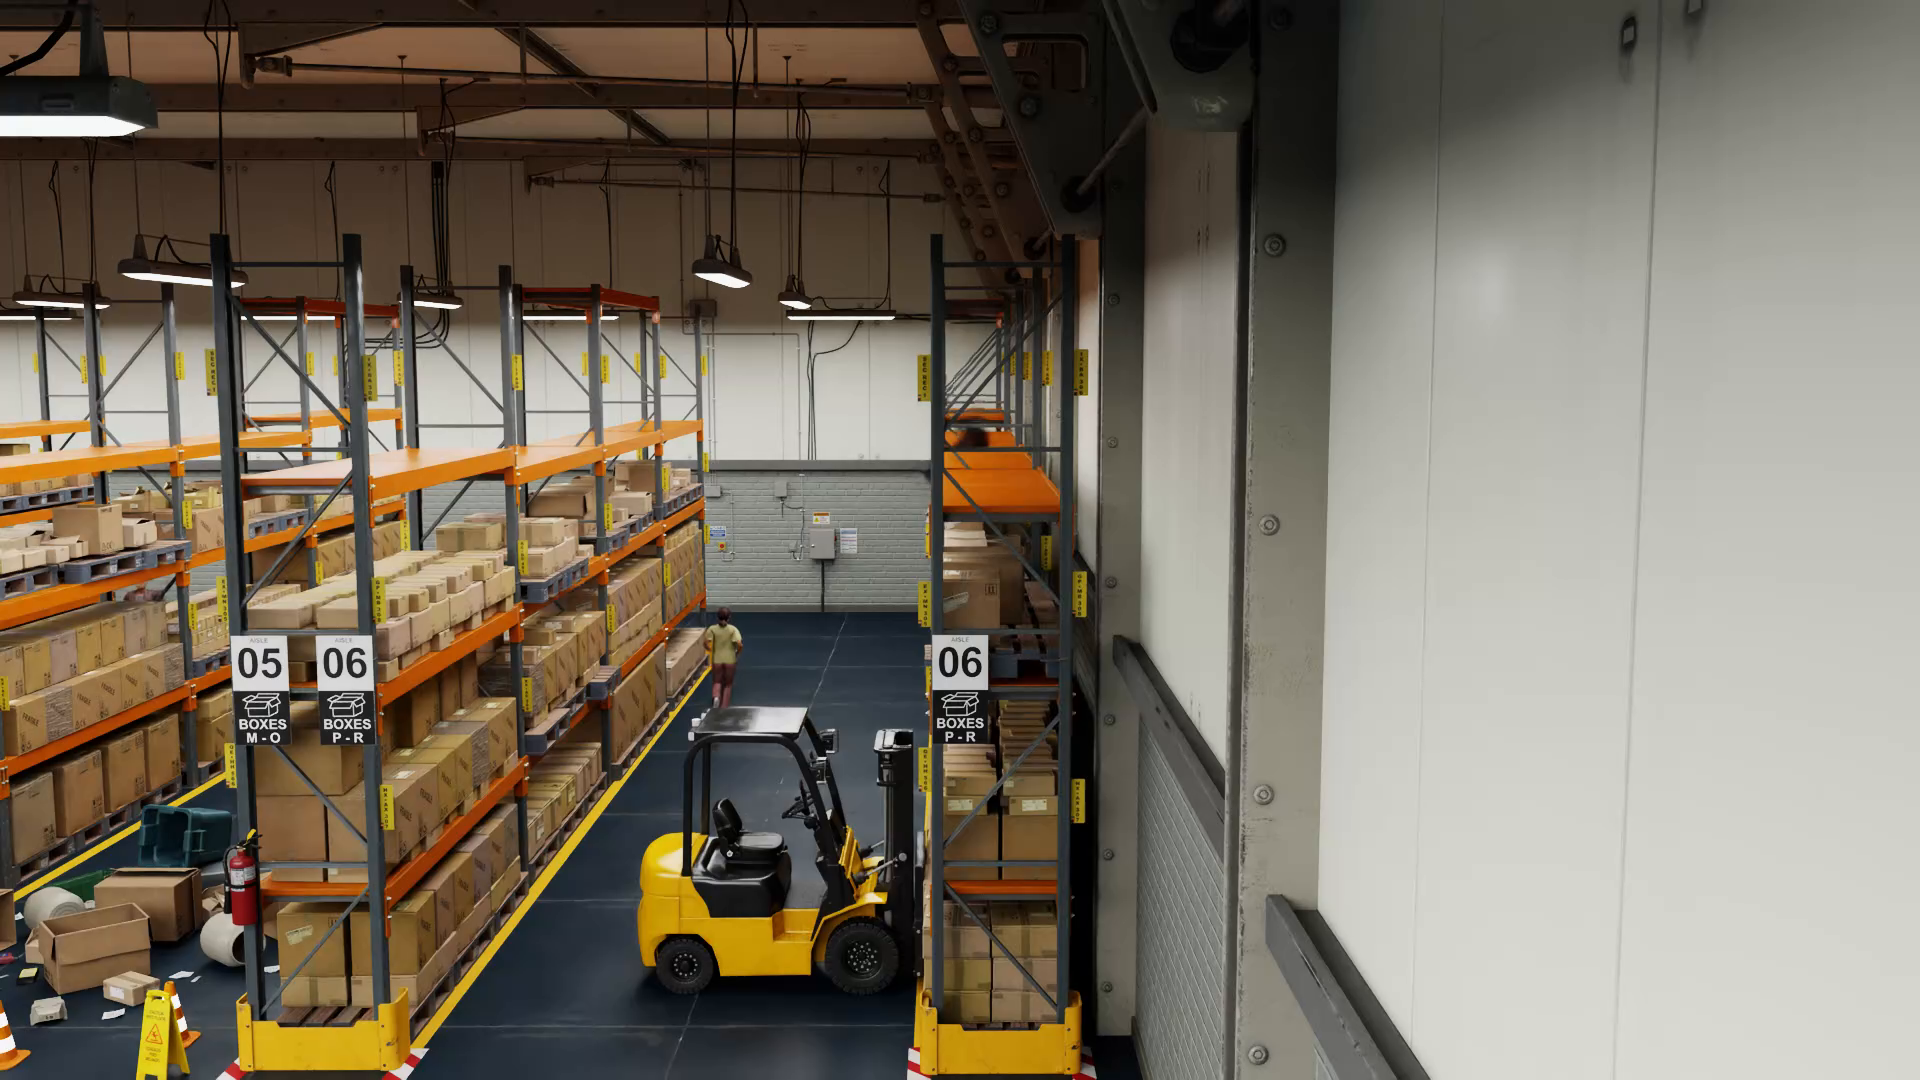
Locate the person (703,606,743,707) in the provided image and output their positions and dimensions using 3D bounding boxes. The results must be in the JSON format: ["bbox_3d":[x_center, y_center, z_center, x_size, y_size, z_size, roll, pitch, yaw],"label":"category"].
[{"bbox_3d":[-3.356,1.752,23.605,0.565,1.624,0.548,0,6,-1],"label":"person"}]

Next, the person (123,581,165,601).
[{"bbox_3d":[-12.869,1.405,26.235,0.704,1.735,0.724,-1,6,-10],"label":"person"}]
